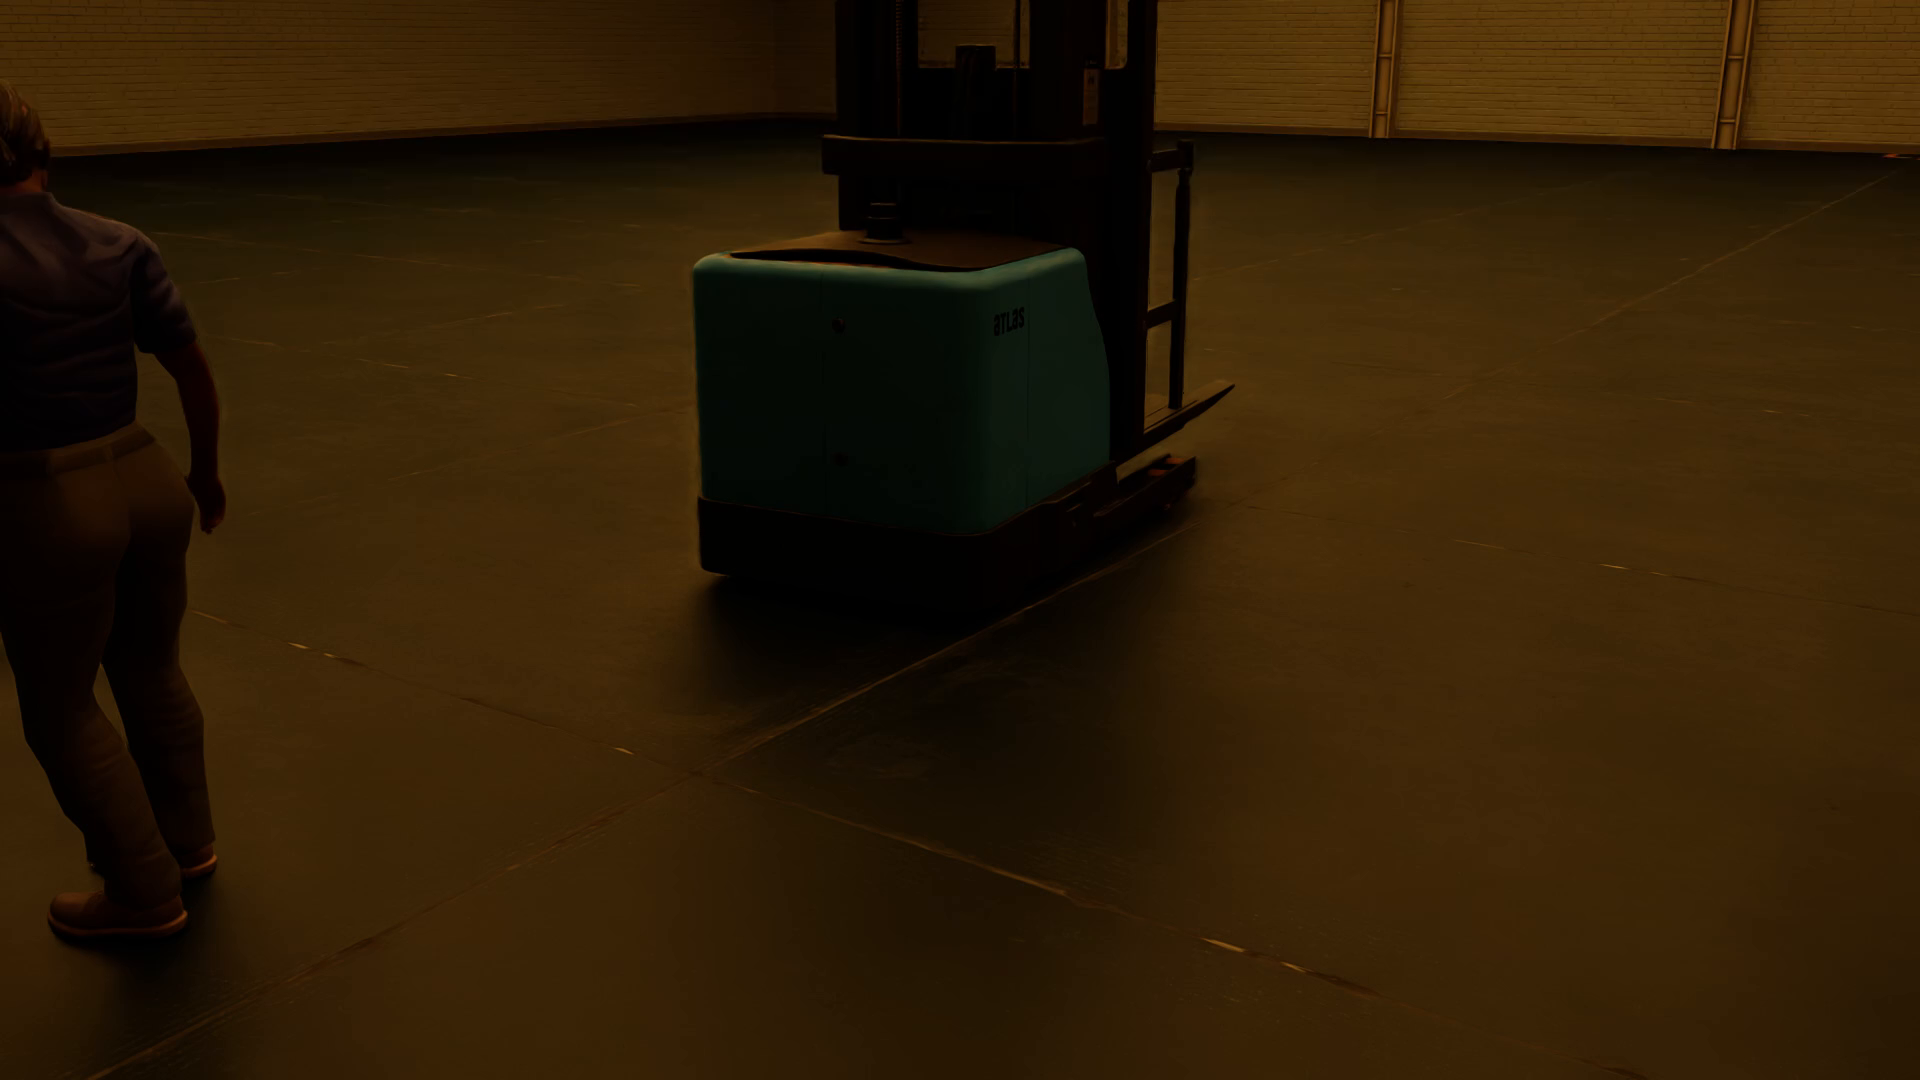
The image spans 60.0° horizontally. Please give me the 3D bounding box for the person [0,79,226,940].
[{"bbox_3d":[-1.723,-0.042,3.210,0.430,1.653,0.623,7,18,22],"label":"person"}]

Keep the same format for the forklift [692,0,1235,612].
[{"bbox_3d":[0.267,-1.562,6.057,1.130,2.935,3.031,8,19,26],"label":"forklift"}]
